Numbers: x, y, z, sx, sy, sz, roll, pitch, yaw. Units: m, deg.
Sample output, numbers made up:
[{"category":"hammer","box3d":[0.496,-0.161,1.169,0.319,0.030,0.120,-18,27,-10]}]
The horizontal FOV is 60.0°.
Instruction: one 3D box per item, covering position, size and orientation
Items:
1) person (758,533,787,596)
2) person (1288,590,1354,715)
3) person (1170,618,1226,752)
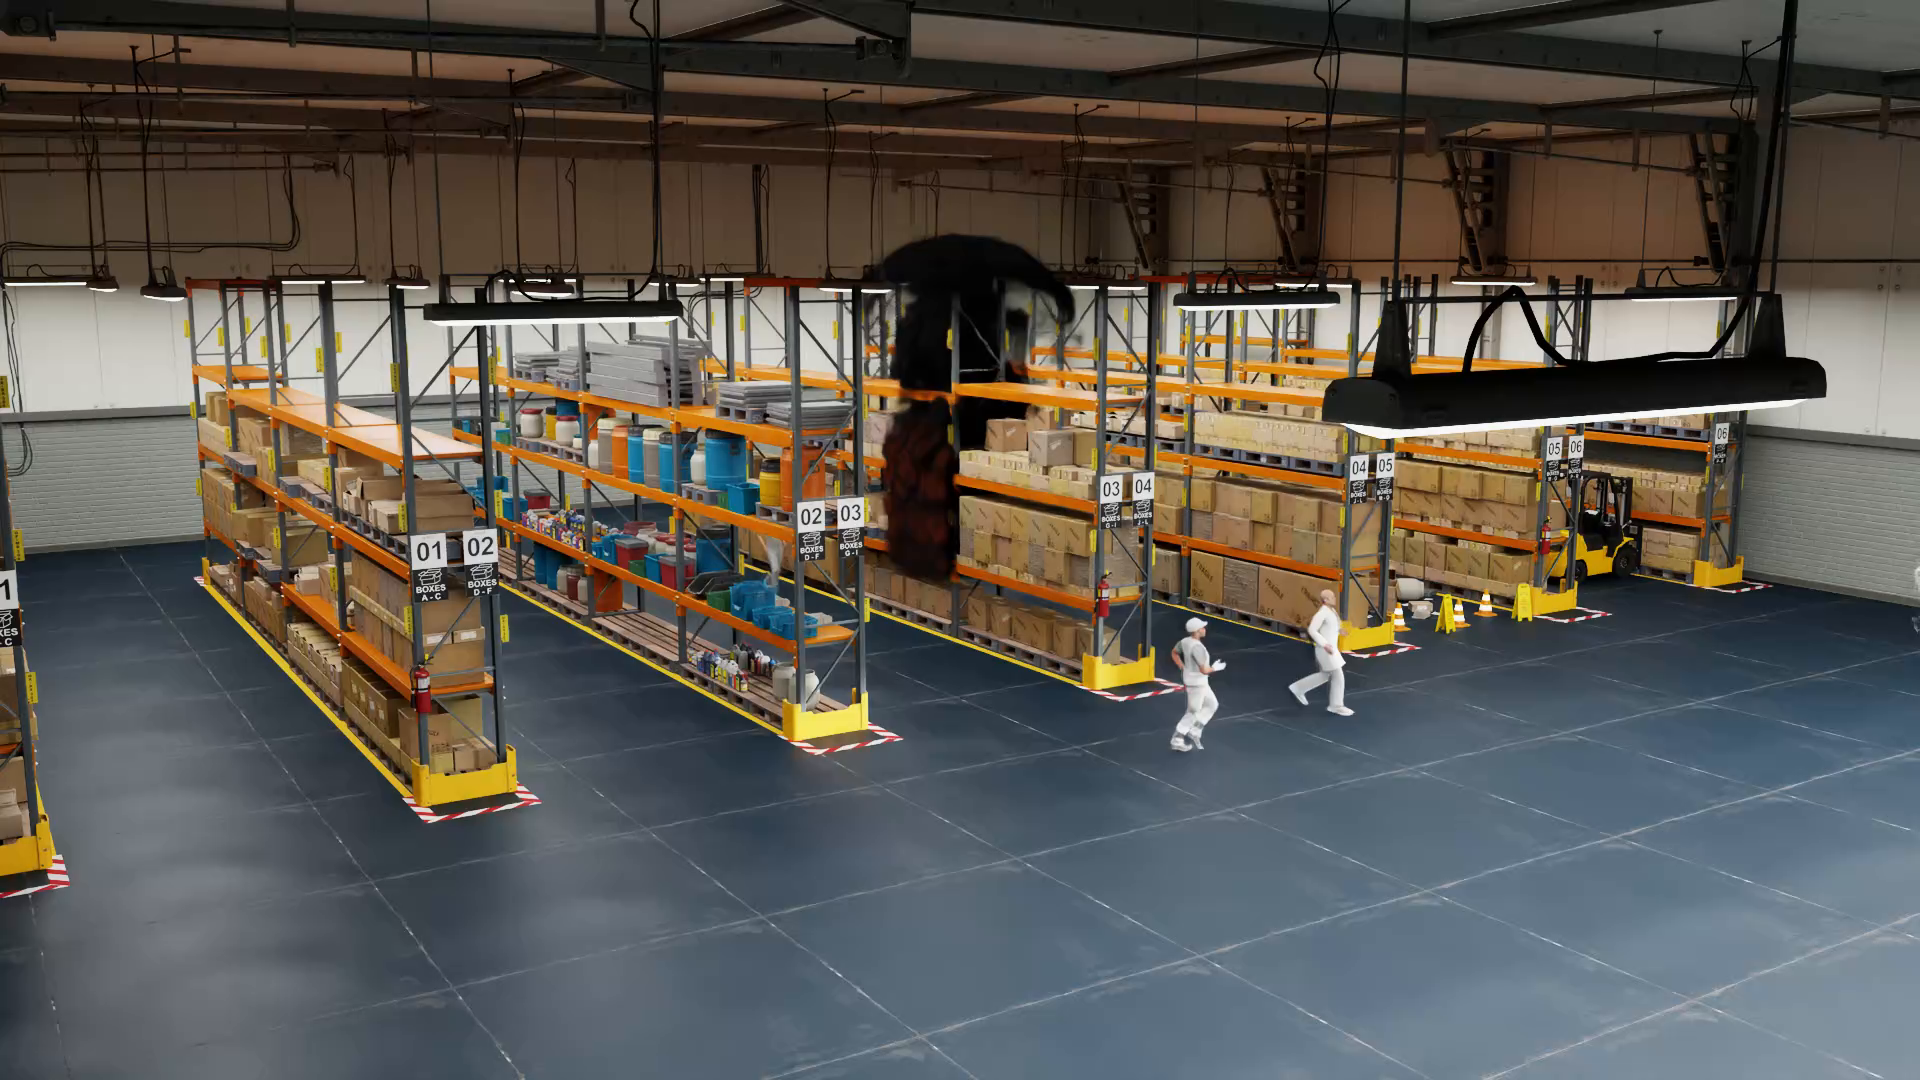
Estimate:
[{"category":"person","box3d":[-3.535,0.266,31.551,0.582,1.689,0.777,-5,11,-28]},{"category":"person","box3d":[5.109,1.567,23.416,0.923,1.783,0.699,2,10,13]},{"category":"person","box3d":[3.071,1.878,21.473,0.711,1.793,0.639,0,10,-1]}]
